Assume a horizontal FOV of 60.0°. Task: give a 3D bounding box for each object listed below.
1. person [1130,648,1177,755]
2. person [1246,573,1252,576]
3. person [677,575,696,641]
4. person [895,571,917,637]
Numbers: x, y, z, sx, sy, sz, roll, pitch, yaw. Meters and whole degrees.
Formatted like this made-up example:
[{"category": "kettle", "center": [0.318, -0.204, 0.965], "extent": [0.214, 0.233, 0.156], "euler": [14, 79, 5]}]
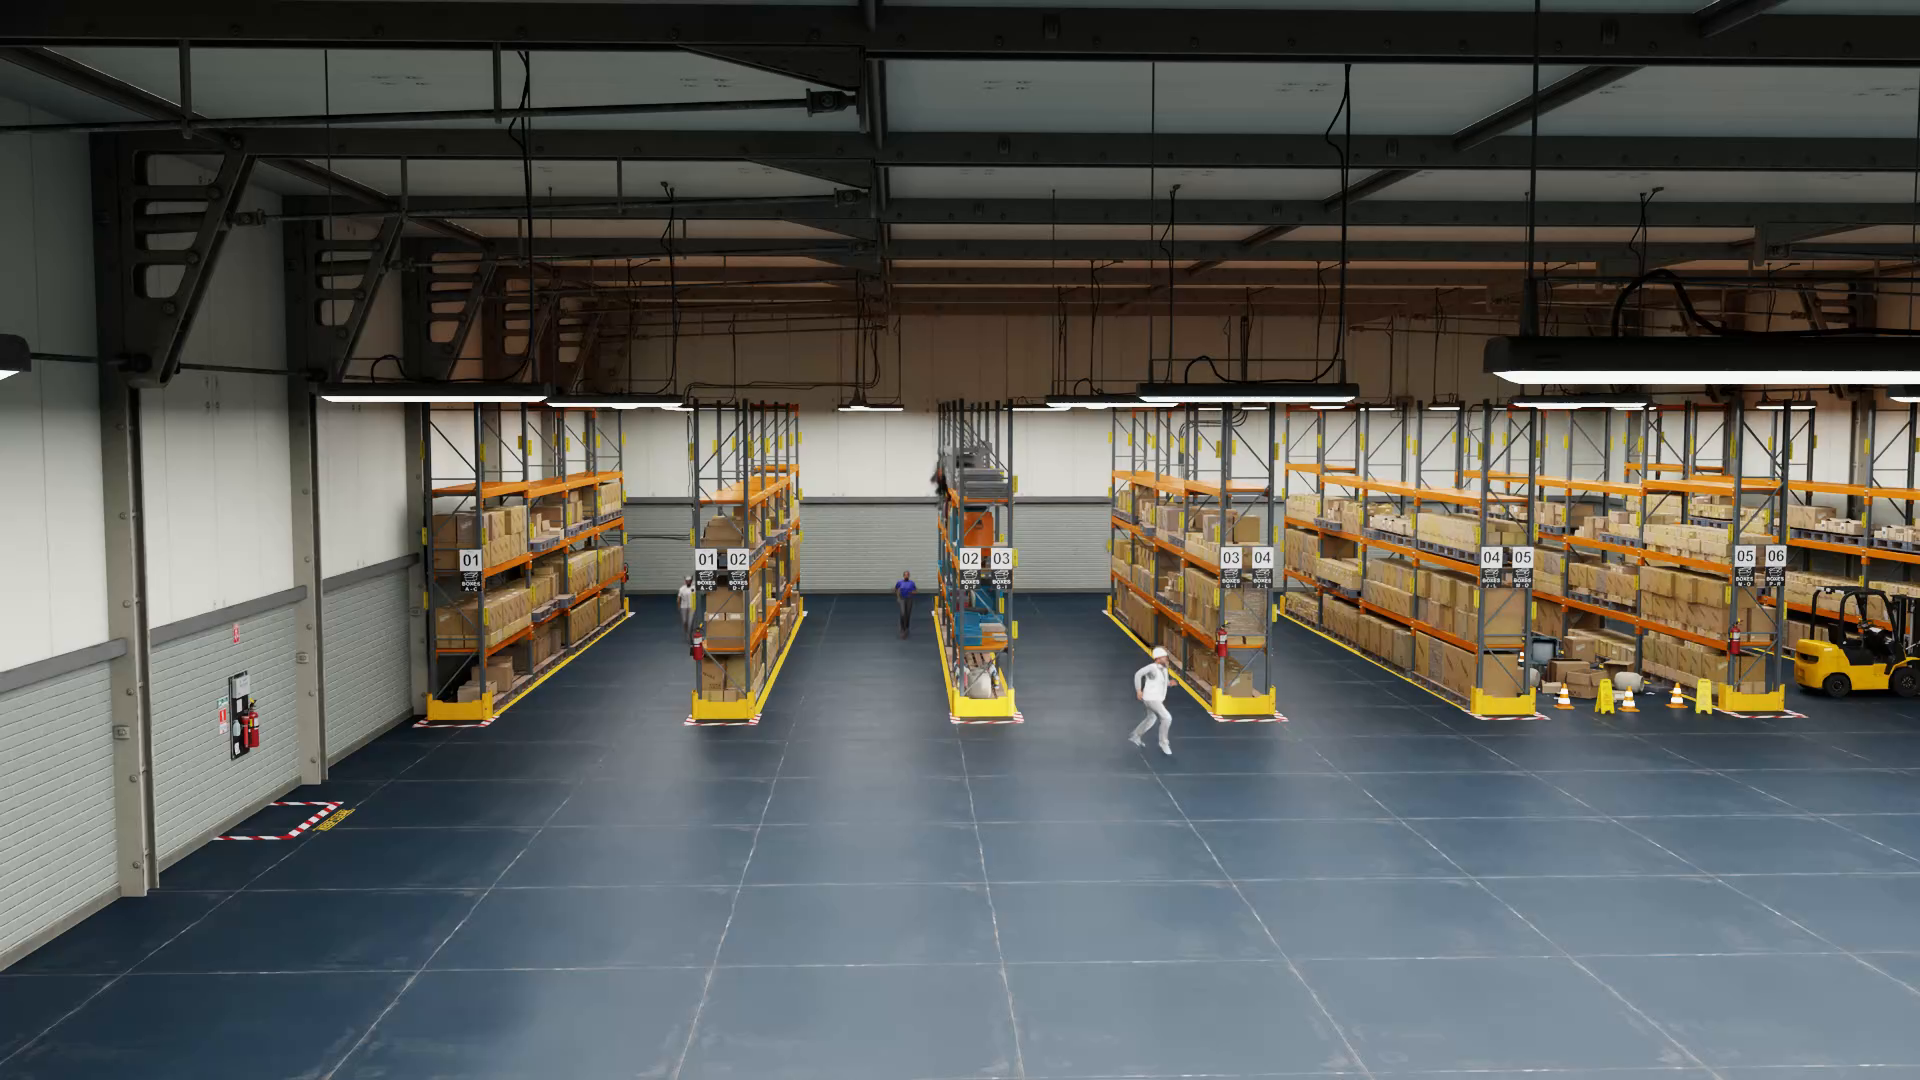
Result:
[{"category": "person", "center": [3.257, 2.714, 28.106], "extent": [0.852, 1.815, 0.679], "euler": [3, 5, 33]}, {"category": "person", "center": [8.051, 1.258, 47.009], "extent": [0.728, 1.812, 0.807], "euler": [1, 5, 17]}, {"category": "person", "center": [-6.877, 1.710, 42.139], "extent": [0.583, 1.662, 0.558], "euler": [0, 4, -4]}, {"category": "person", "center": [-1.393, 1.648, 42.928], "extent": [0.558, 1.721, 0.774], "euler": [-1, 4, -7]}]
